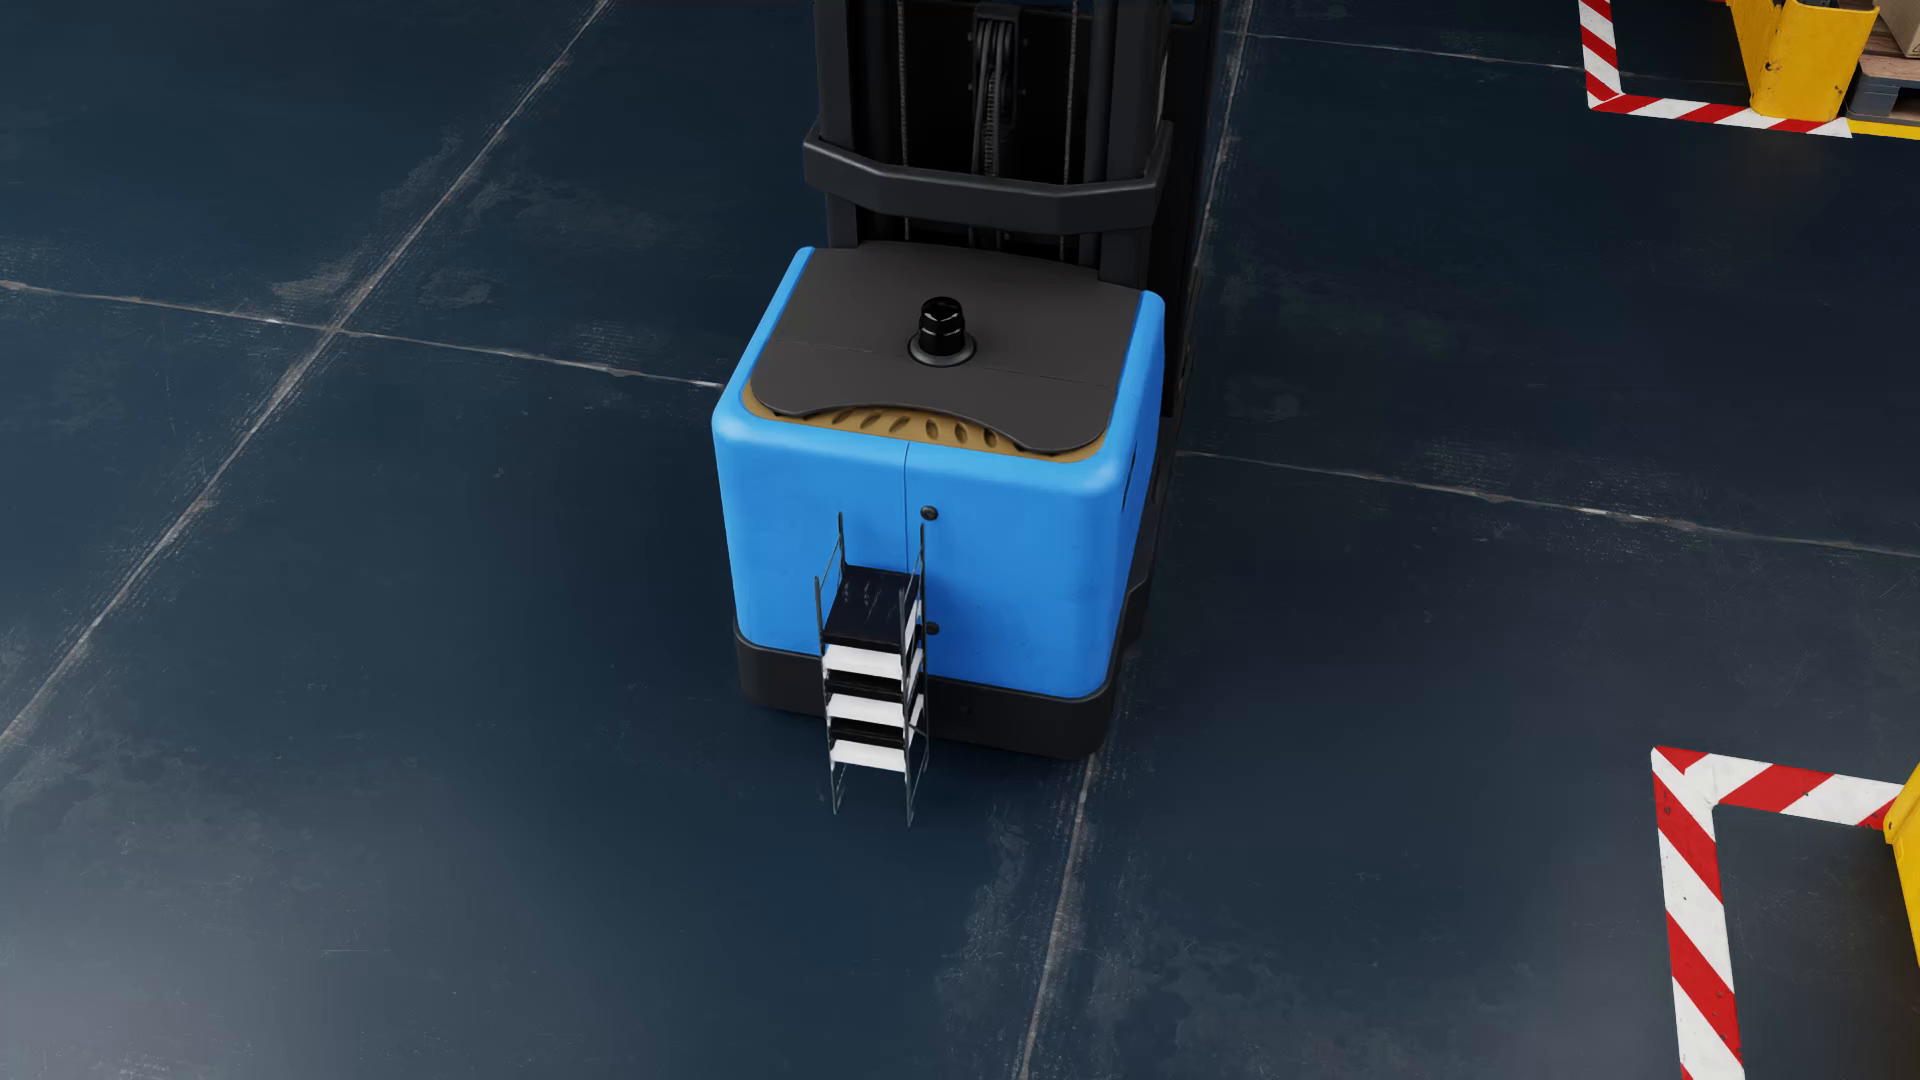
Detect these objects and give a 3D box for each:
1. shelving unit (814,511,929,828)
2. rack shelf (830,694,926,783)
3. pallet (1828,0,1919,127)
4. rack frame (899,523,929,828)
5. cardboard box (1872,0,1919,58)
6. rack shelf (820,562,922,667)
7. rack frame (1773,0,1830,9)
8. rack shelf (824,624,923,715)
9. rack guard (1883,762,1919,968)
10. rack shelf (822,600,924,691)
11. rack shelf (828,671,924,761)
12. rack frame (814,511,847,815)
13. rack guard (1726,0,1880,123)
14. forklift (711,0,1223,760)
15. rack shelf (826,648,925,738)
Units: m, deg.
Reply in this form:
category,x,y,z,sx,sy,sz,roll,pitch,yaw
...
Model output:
category,x,y,z,sx,sy,sz,roll,pitch,yaw
shelving unit,-0.212,0.350,4.237,0.210,0.900,0.258,8,44,8
rack shelf,-0.212,0.504,4.385,0.200,0.077,0.258,8,44,8
pallet,4.489,-2.124,7.305,1.213,0.211,1.003,9,45,9
rack frame,-0.113,0.364,4.222,0.006,0.900,0.240,8,44,8
cardboard box,4.285,-2.311,7.110,0.500,0.311,0.500,4,44,4
rack shelf,-0.212,0.180,4.073,0.200,0.077,0.258,8,44,8
rack frame,3.630,-3.287,6.502,0.127,3.000,1.000,9,45,9
rack shelf,-0.212,0.309,4.198,0.200,0.077,0.258,8,44,8
rack guard,2.528,0.963,3.889,0.348,0.500,1.175,9,45,9
rack shelf,-0.212,0.245,4.135,0.200,0.077,0.258,8,44,8
rack shelf,-0.212,0.439,4.323,0.200,0.077,0.258,8,44,8
rack frame,-0.312,0.336,4.252,0.006,0.900,0.240,8,44,8
rack guard,3.704,-2.375,7.357,0.348,0.500,1.175,9,45,9
forklift,0.203,-1.496,4.690,1.130,2.935,3.031,9,45,9
rack shelf,-0.212,0.374,4.260,0.200,0.077,0.258,8,44,8
